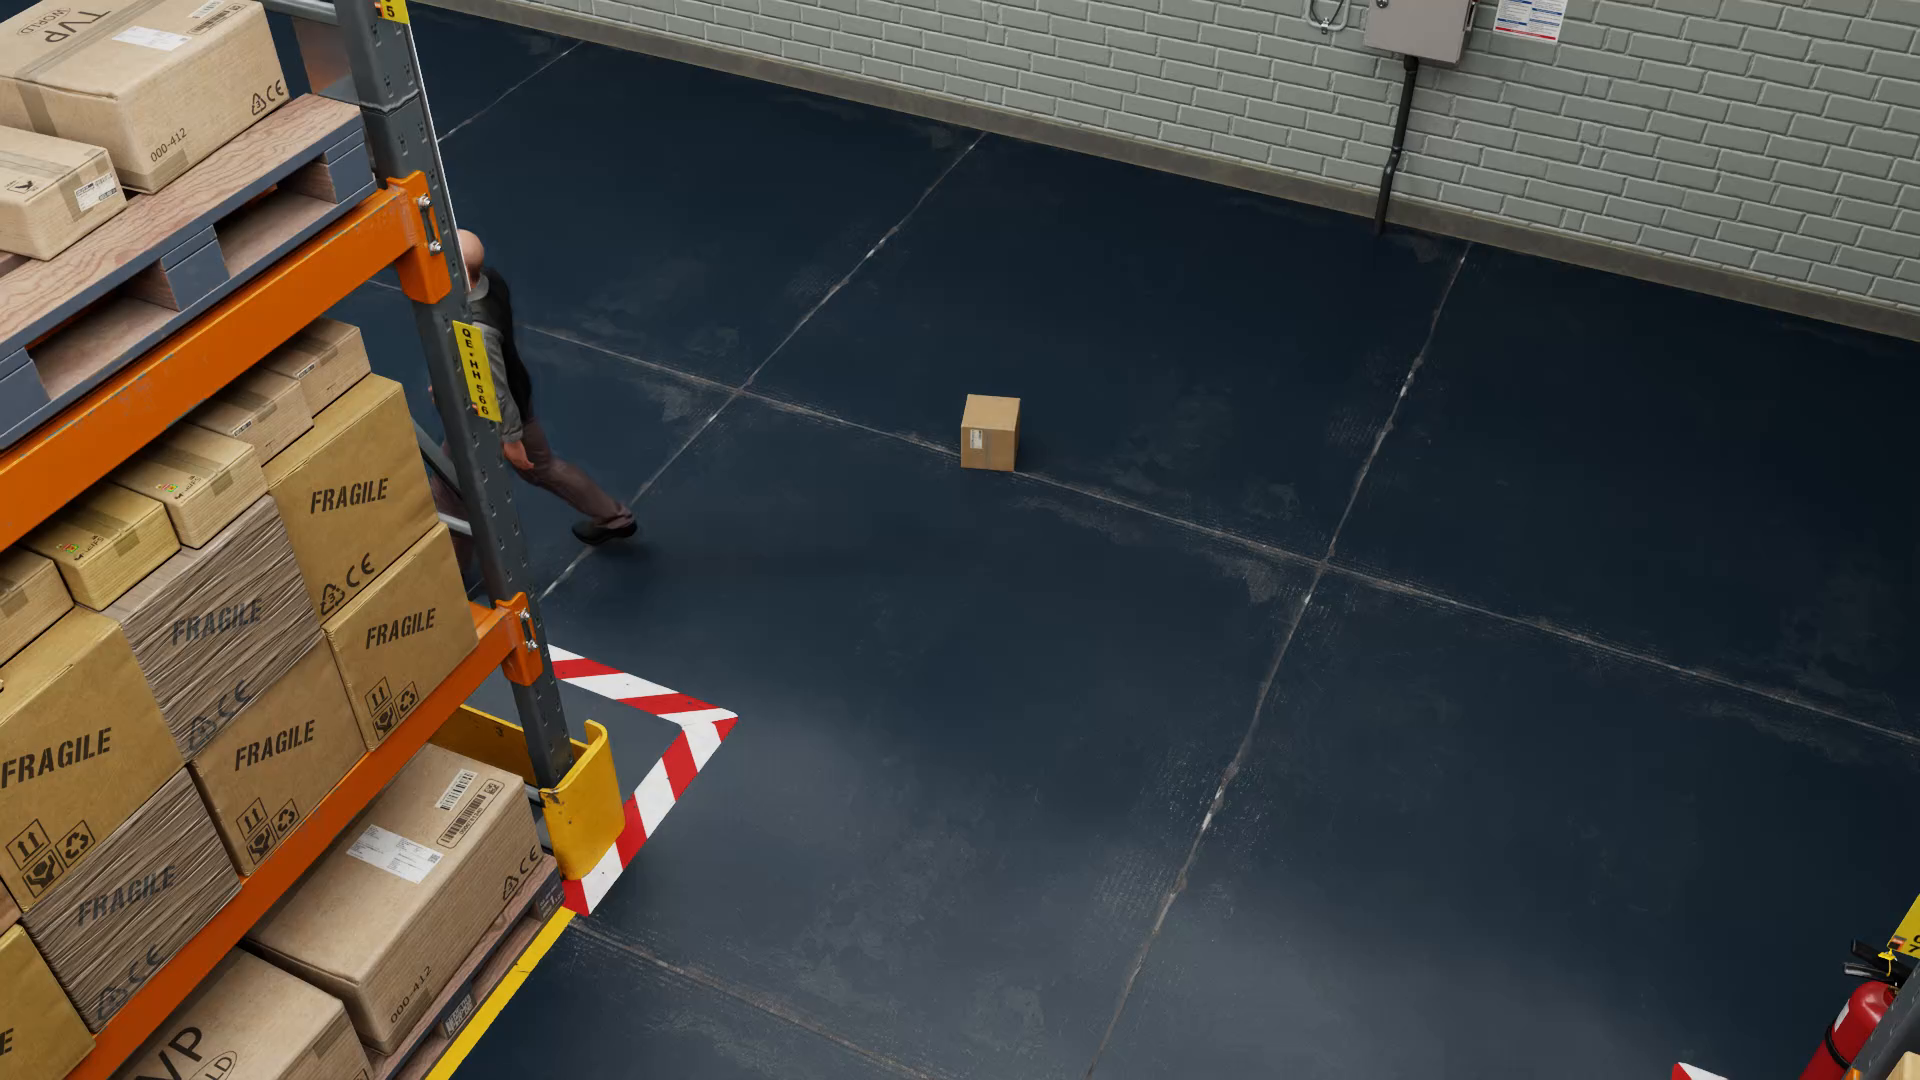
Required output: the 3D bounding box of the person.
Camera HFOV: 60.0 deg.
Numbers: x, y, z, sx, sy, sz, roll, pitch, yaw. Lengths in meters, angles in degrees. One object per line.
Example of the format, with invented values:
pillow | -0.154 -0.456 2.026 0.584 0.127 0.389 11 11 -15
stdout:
person | -1.938 -0.530 6.777 1.044 1.676 0.540 -2 42 -2
